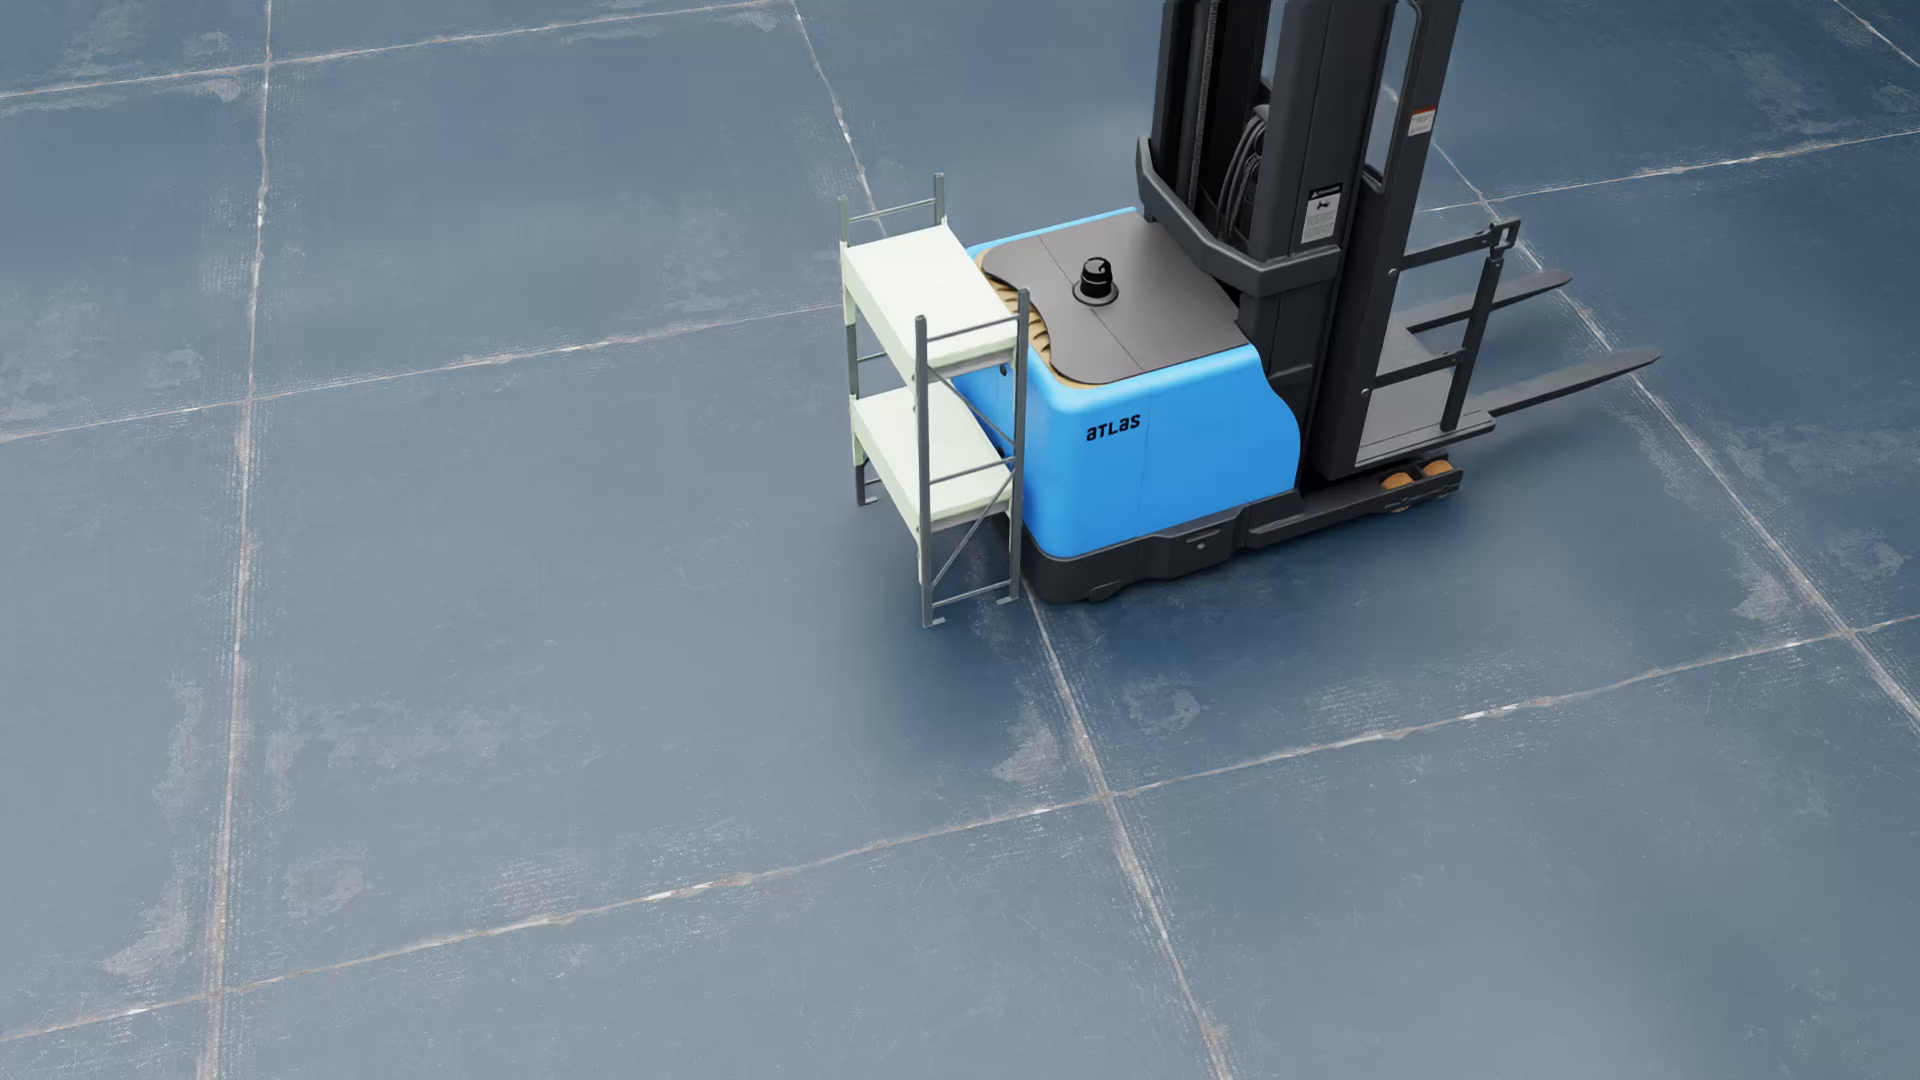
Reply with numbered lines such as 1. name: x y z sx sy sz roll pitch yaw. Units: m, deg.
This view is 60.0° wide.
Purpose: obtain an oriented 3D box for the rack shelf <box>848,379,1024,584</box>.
1. rack shelf: -0.100 -0.257 6.408 0.431 0.370 0.720 -17 48 -16

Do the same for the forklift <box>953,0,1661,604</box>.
1. forklift: 1.524 -1.472 6.140 3.031 2.935 1.130 -17 48 -16

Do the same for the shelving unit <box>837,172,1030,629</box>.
1. shelving unit: -0.100 -0.485 6.175 0.431 1.500 0.755 -17 48 -16

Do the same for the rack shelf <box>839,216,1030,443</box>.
1. rack shelf: -0.101 -0.758 5.896 0.431 0.370 0.720 -17 48 -16

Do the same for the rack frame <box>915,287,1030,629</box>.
1. rack frame: 0.042 -0.245 5.939 0.400 1.500 0.023 -17 48 -16

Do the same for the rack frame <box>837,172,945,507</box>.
1. rack frame: -0.243 -0.726 6.411 0.400 1.500 0.023 -17 48 -16
